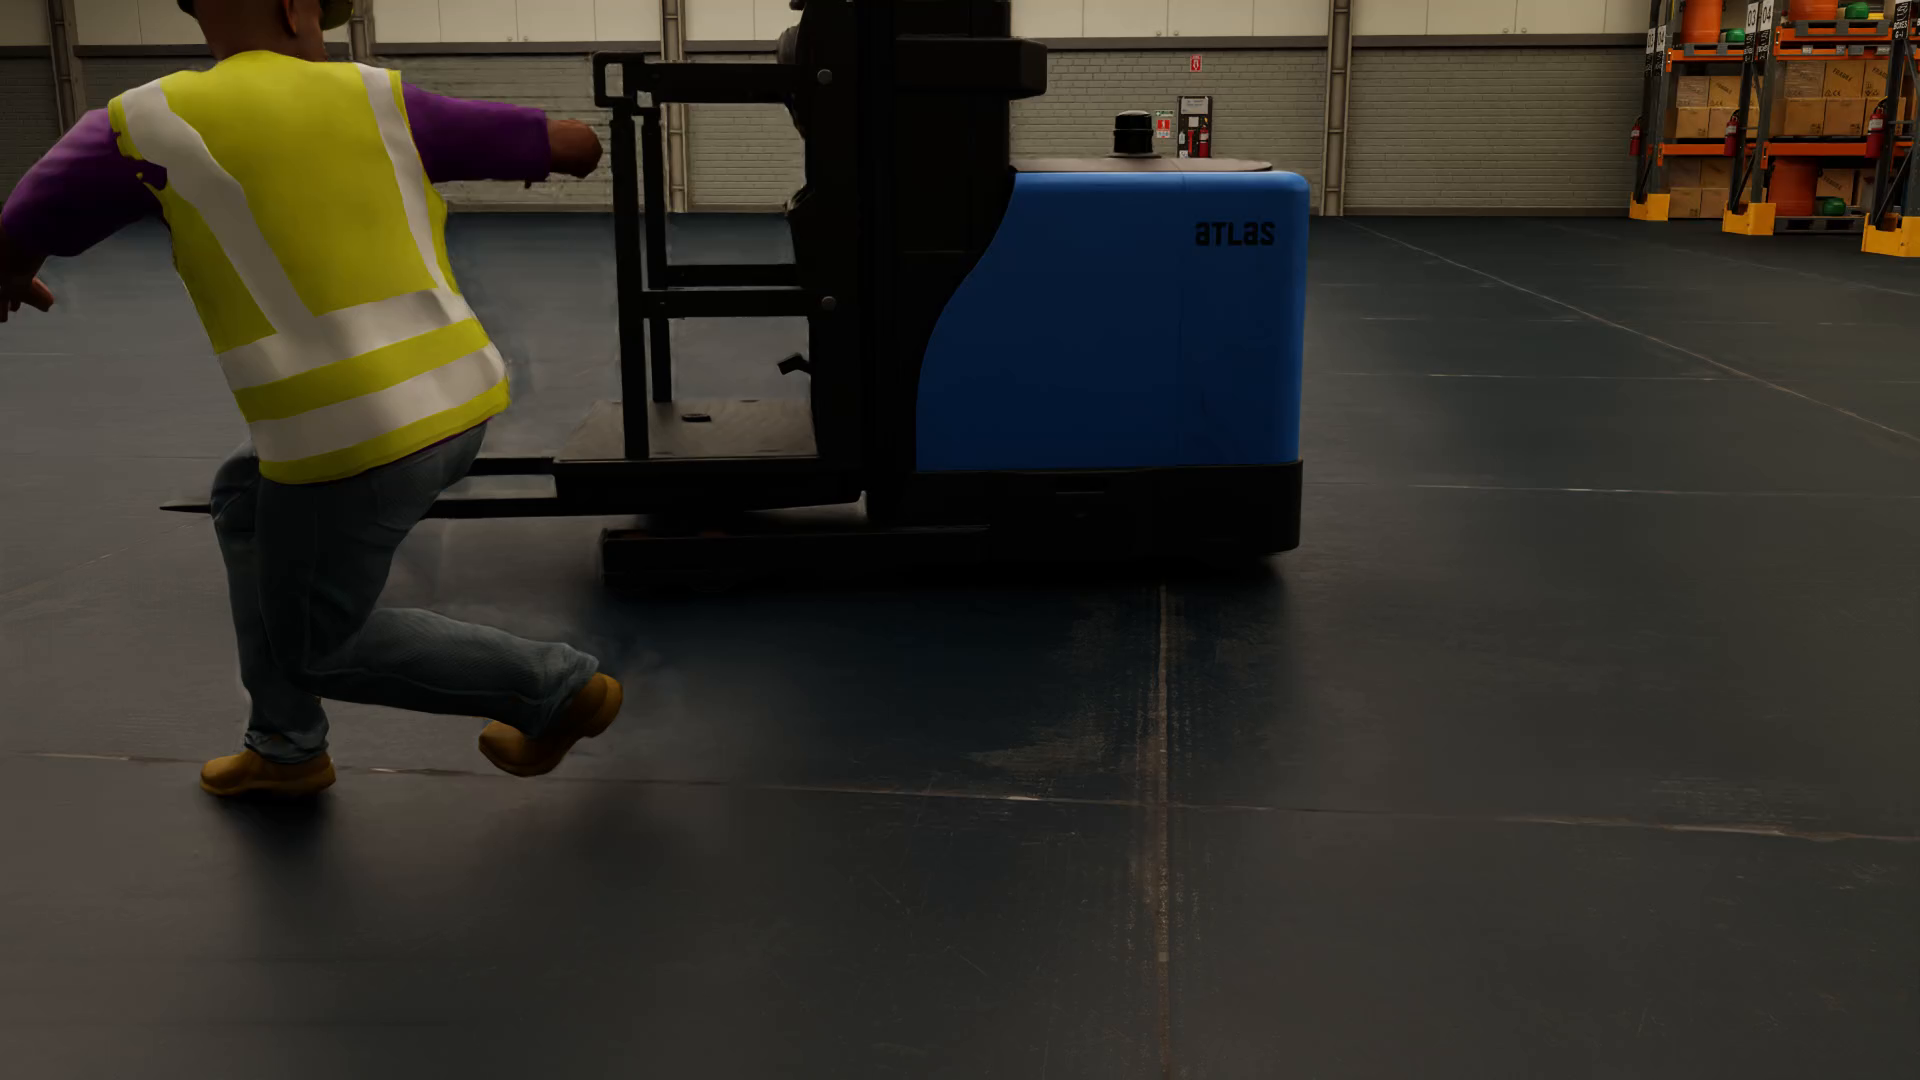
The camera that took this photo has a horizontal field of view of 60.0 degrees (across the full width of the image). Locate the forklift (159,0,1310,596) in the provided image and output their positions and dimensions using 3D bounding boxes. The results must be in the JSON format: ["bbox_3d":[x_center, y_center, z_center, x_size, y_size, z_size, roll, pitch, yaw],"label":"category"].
[{"bbox_3d":[-0.620,-1.408,4.529,3.031,2.935,1.130,-1,13,-6],"label":"forklift"}]

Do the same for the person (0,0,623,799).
[{"bbox_3d":[-1.128,-0.291,2.939,1.143,1.501,0.893,7,15,28],"label":"person"}]
